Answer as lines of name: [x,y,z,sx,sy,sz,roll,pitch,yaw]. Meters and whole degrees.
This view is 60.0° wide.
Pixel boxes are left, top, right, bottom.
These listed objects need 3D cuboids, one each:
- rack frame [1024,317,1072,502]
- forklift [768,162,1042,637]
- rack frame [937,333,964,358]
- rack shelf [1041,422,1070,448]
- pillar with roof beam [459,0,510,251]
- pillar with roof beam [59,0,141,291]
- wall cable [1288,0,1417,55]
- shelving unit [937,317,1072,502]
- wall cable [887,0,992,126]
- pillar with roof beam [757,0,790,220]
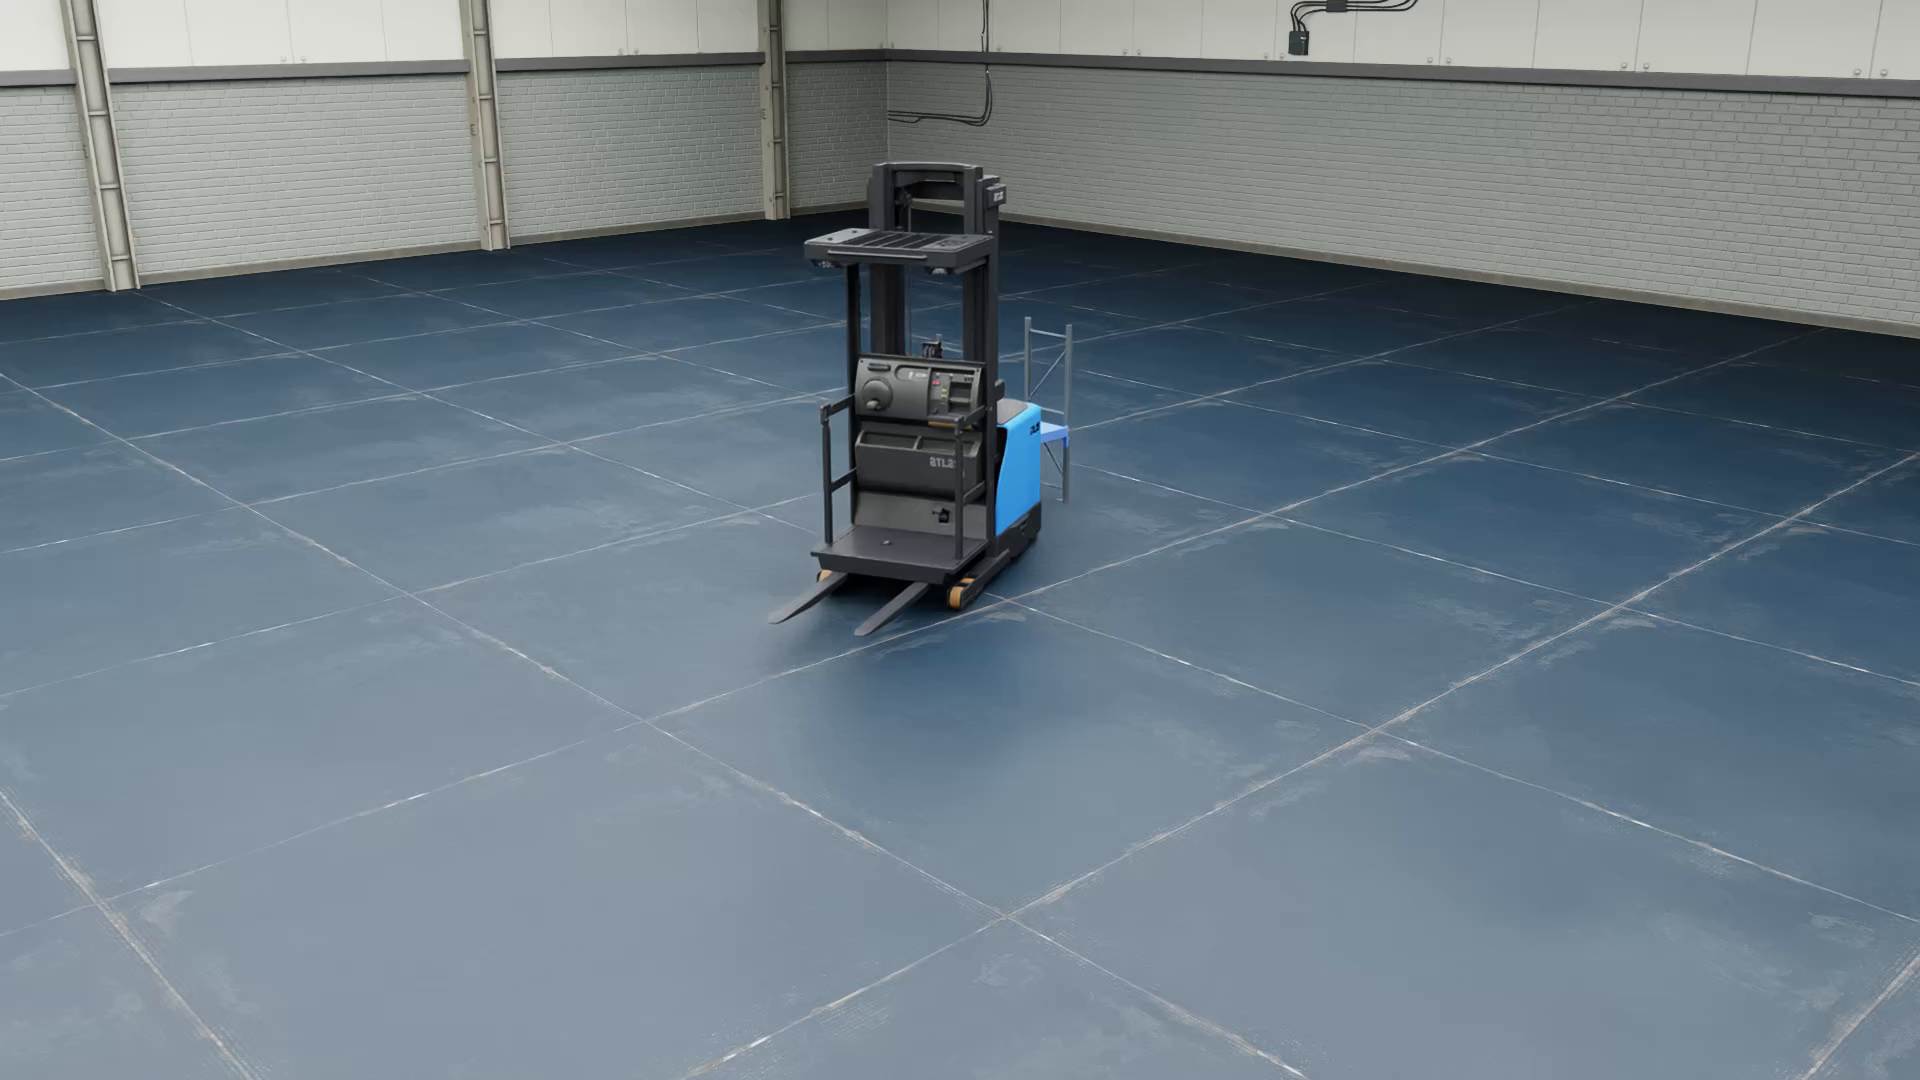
rack frame: [0.728,-1.088,13.908,0.032,1.500,0.500,-17,24,-42]
forklift: [-0.371,-1.054,11.483,1.130,2.935,3.031,7,19,20]
rack frame: [-0.001,-0.869,13.234,0.032,1.500,0.500,-17,24,-42]
rack shelf: [0.364,-0.807,13.626,1.000,0.185,0.538,-17,24,-42]
pillar with roof beam: [-4.935,-8.268,23.896,0.400,9.000,9.100,-16,24,-41]
pillar with roof beam: [-9.294,-6.997,19.975,0.400,9.000,9.100,-16,24,-41]
wall cable: [6.027,-10.319,24.708,0.169,6.003,2.305,-16,24,-41]
shelving unit: [0.364,-0.979,13.571,1.048,1.500,0.538,-17,24,-42]
wall cable: [-0.484,-9.355,32.283,0.112,2.526,3.097,-16,24,-41]
pillar with roof beam: [-0.575,-9.540,27.818,0.400,9.000,9.100,-16,24,-41]
